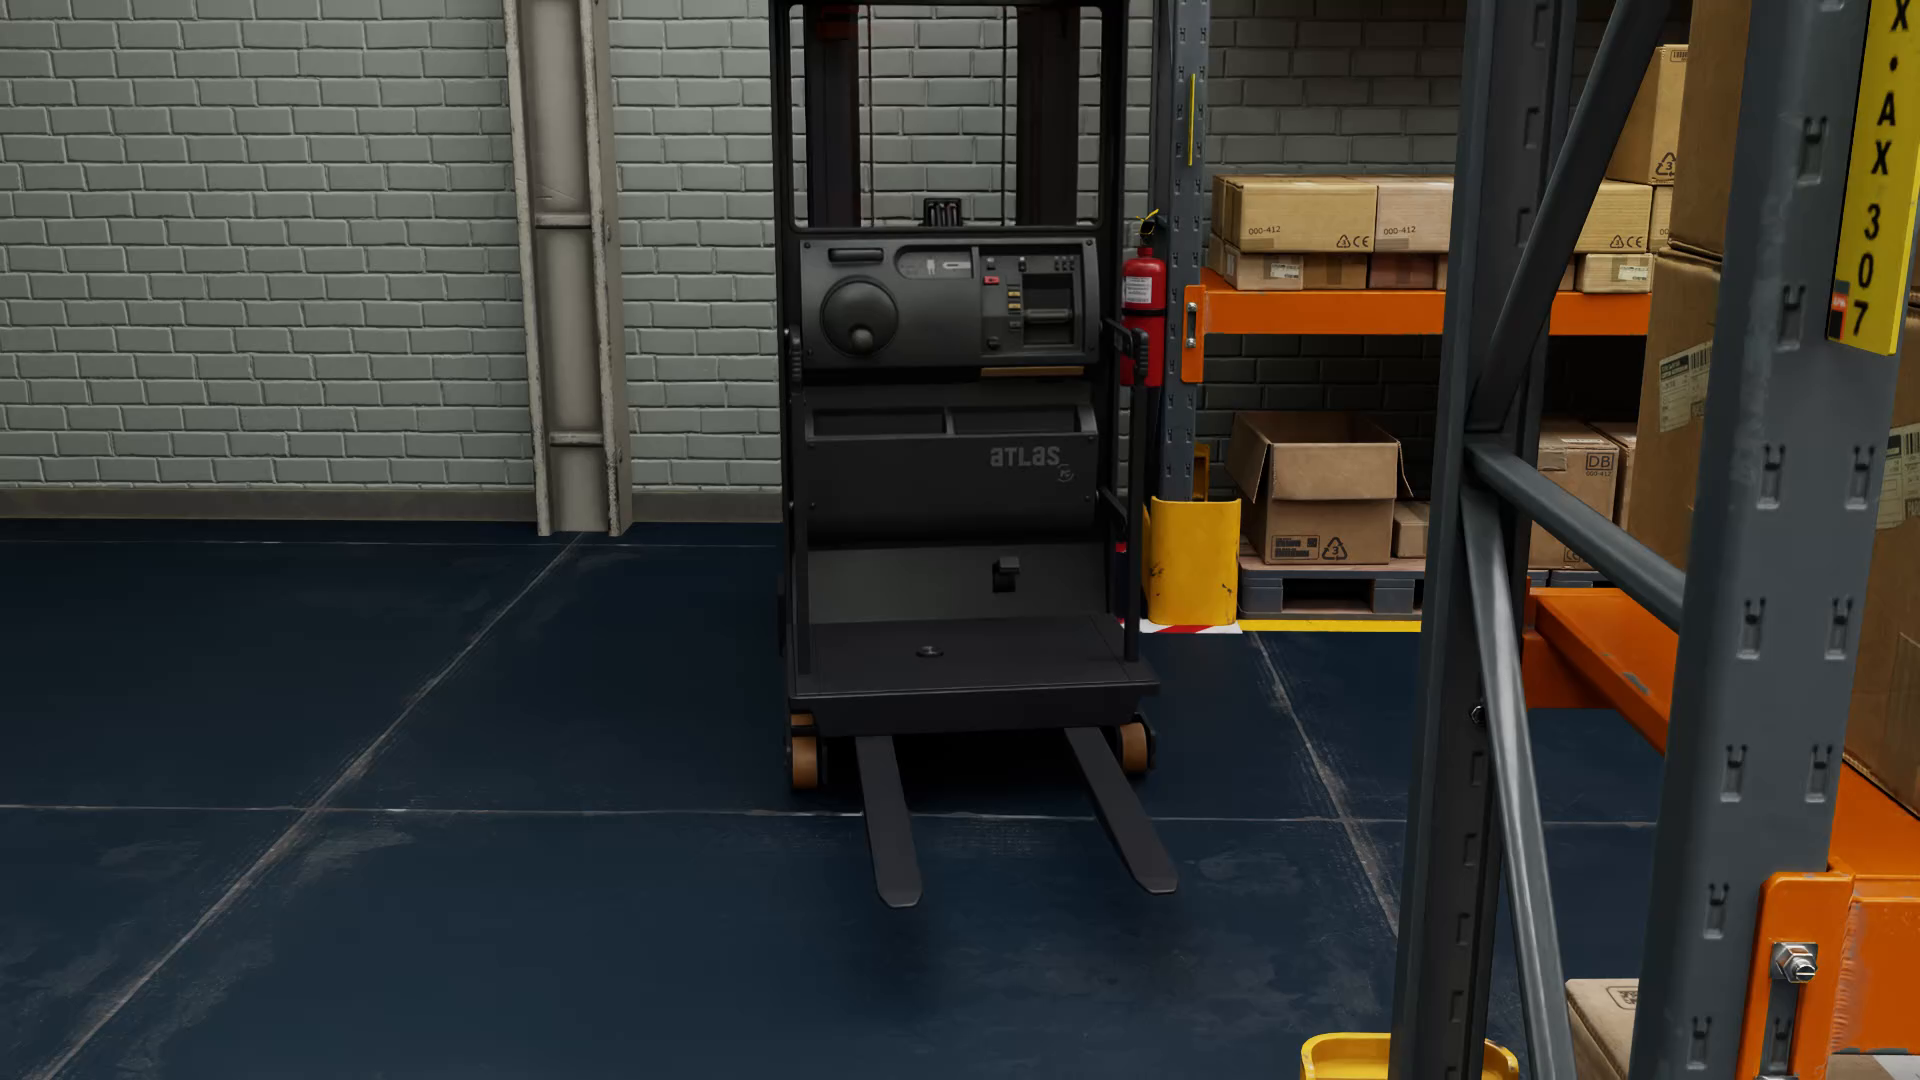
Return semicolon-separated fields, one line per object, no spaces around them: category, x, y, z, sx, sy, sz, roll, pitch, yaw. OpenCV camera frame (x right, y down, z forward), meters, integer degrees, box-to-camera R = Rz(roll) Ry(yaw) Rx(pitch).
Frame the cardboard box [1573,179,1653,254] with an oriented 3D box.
cardboard box;2.320;-1.256;6.430;0.500;0.250;0.500;0;15;0

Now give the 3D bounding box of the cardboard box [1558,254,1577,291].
cardboard box;2.220;-1.068;6.500;0.250;0.149;0.380;1;15;2

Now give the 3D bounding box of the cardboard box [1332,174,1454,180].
cardboard box;1.844;-1.394;6.955;0.500;0.250;0.500;0;15;2

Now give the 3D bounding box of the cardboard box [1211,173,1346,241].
cardboard box;1.329;-1.398;6.969;0.500;0.250;0.500;1;15;3

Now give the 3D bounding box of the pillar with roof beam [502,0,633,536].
pillar with roof beam;-1.920;-3.312;2.754;0.400;9.000;9.100;0;15;1

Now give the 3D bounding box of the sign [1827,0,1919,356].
sign;0.719;-0.311;1.288;0.005;0.325;0.100;0;15;1

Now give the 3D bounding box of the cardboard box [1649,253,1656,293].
cardboard box;2.734;-1.051;6.434;0.250;0.149;0.380;1;15;3

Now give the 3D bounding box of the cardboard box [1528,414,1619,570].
cardboard box;2.325;-0.213;6.842;0.500;0.500;0.700;1;15;4

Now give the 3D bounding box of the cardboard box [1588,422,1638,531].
cardboard box;2.851;-0.184;6.733;0.500;0.500;0.500;1;15;2

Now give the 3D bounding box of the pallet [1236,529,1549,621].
pallet;1.735;0.092;7.077;1.213;0.211;1.003;0;15;1

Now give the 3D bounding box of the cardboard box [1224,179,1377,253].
cardboard box;1.309;-1.261;6.452;0.500;0.250;0.500;0;15;2

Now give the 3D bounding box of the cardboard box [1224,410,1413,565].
cardboard box;1.471;-0.230;6.901;0.637;0.503;0.797;0;15;-1

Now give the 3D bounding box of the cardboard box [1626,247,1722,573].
cardboard box;1.228;-0.109;2.176;0.500;0.500;0.500;0;15;2

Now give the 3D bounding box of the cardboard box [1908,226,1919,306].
cardboard box;1.212;-0.452;1.517;0.500;0.500;0.500;0;15;0

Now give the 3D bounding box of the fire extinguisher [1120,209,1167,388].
fire extinguisher;0.703;-0.927;6.357;0.183;0.674;0.296;0;15;1

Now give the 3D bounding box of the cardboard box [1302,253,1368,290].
cardboard box;1.439;-1.078;6.540;0.250;0.149;0.380;1;15;3

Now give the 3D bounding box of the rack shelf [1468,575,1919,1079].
rack shelf;2.739;0.365;1.987;4.000;0.370;1.077;0;15;1

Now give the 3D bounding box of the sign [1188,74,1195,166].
sign;0.849;-1.542;6.107;0.005;0.325;0.100;0;15;1

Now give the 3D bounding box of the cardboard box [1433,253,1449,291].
cardboard box;1.954;-1.068;6.501;0.250;0.149;0.380;1;15;3

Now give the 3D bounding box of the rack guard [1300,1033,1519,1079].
rack guard;0.715;1.213;2.264;0.348;0.500;1.175;0;15;1

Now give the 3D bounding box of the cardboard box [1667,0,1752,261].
cardboard box;1.227;-0.585;2.022;0.500;0.500;0.500;1;15;3

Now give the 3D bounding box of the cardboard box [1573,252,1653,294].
cardboard box;2.470;-1.047;6.421;0.250;0.149;0.380;0;15;0

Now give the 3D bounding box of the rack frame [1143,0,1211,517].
rack frame;0.862;-1.262;6.742;0.127;3.000;1.000;0;15;1

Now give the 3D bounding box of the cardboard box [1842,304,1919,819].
cardboard box;1.212;0.032;1.642;0.500;0.500;0.500;0;15;1

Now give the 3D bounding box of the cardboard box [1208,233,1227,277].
cardboard box;1.200;-1.207;7.026;0.250;0.149;0.380;0;15;1

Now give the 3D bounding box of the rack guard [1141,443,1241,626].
rack guard;0.938;-0.053;7.059;0.348;0.500;1.175;0;15;1

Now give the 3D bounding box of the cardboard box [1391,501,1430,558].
cardboard box;1.895;-0.045;6.898;0.250;0.149;0.380;0;15;-1

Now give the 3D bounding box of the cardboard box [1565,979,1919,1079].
cardboard box;1.402;1.019;2.298;0.875;0.438;0.875;0;15;0

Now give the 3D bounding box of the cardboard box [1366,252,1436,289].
cardboard box;1.703;-1.085;6.567;0.250;0.149;0.380;0;15;1

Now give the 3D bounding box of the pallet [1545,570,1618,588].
pallet;2.952;0.101;7.045;1.213;0.211;1.003;0;15;1

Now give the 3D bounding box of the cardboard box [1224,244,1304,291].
cardboard box;1.184;-1.068;6.501;0.250;0.149;0.380;0;15;1

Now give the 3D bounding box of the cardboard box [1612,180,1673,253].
cardboard box;2.832;-1.258;6.438;0.500;0.250;0.500;0;15;0

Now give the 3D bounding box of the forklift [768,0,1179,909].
forklift;-0.003;-0.758;4.966;1.130;2.935;3.031;-2;15;-6

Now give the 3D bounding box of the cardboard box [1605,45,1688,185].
cardboard box;2.809;-1.614;6.320;0.500;0.500;0.500;1;15;3

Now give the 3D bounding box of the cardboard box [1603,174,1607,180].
cardboard box;2.862;-1.386;6.925;0.500;0.250;0.500;0;15;1

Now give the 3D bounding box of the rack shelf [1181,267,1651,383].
rack shelf;2.862;-0.901;6.785;4.000;0.370;1.077;0;15;1

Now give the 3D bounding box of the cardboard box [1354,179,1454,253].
cardboard box;1.813;-1.258;6.440;0.500;0.250;0.500;1;15;2
